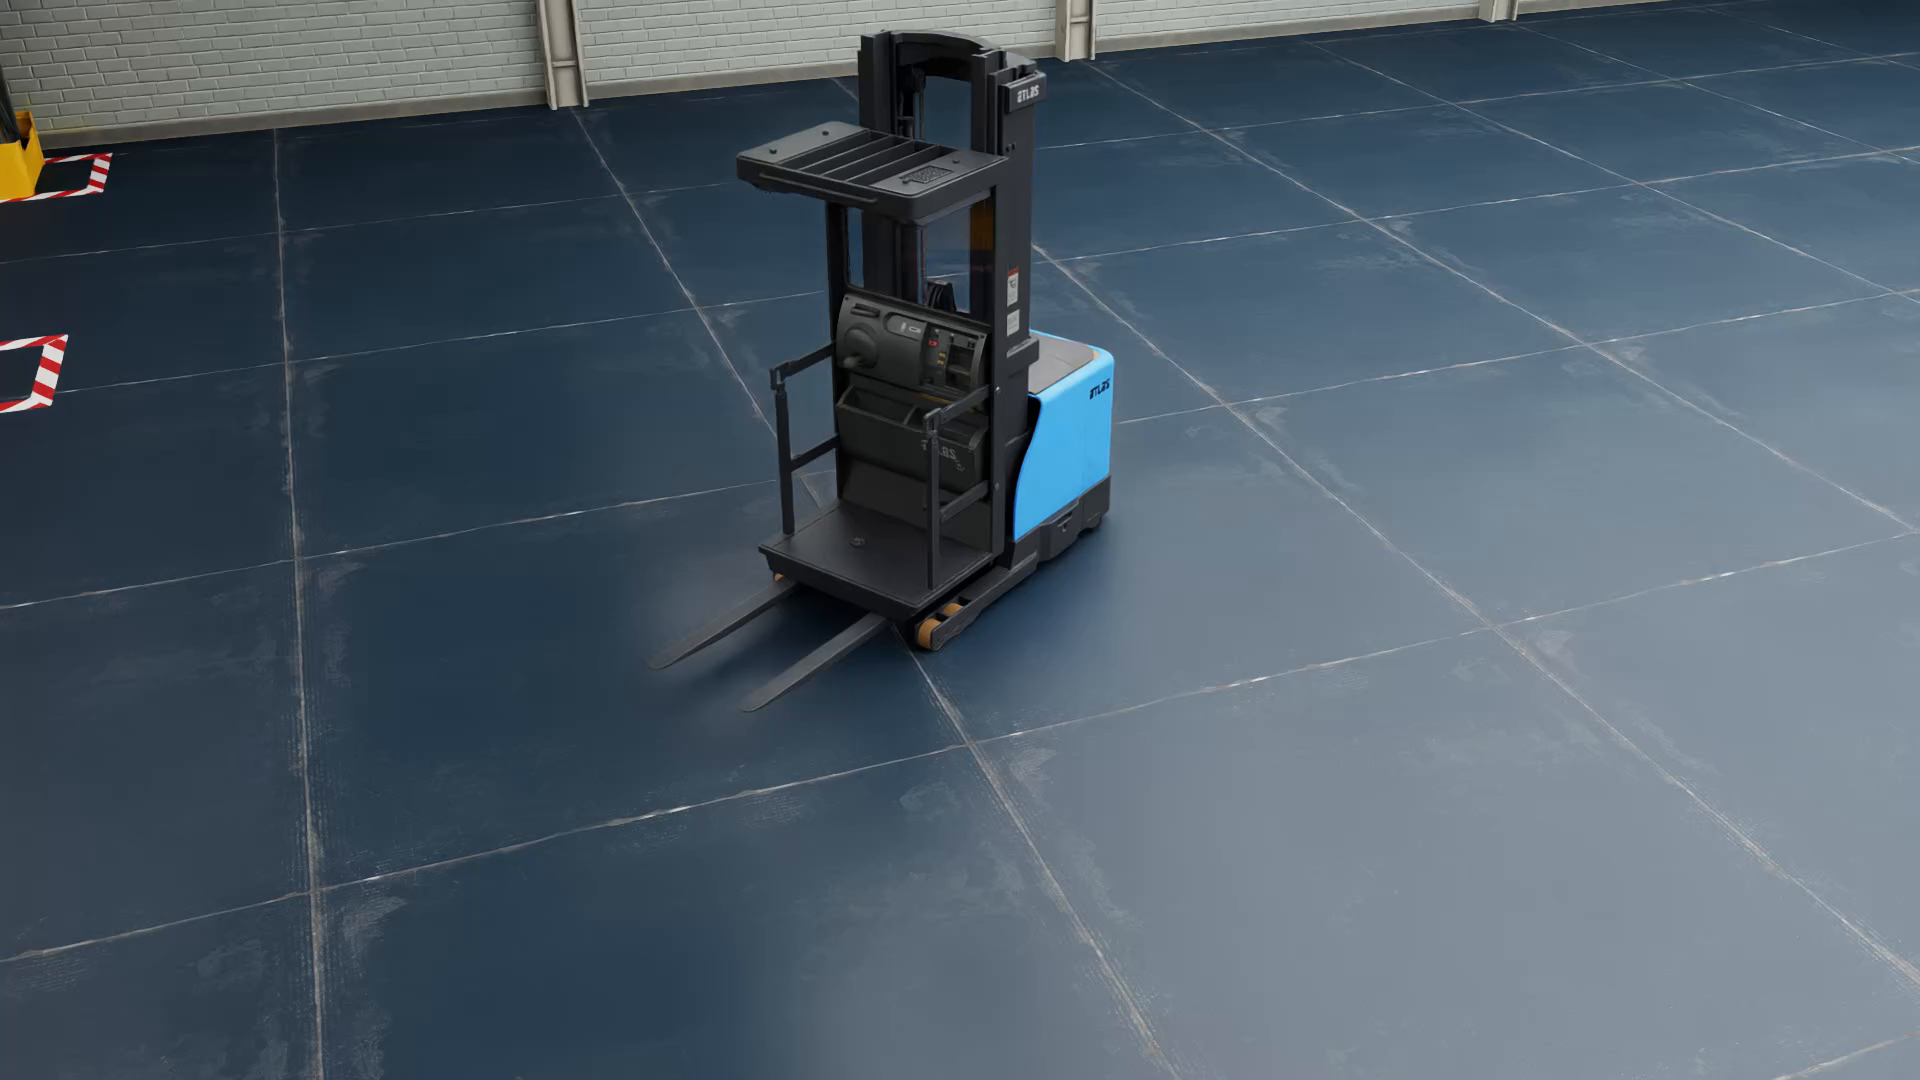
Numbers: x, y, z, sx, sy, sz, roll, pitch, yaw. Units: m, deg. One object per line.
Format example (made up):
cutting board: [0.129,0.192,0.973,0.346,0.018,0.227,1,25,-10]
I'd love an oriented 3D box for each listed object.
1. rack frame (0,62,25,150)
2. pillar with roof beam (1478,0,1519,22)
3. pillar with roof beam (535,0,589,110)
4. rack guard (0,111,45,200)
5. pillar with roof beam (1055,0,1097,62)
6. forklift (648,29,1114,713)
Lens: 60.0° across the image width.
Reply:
rack frame: [-8.909,-4.697,14.964,0.127,3.000,1.000,-10,31,-18]
pillar with roof beam: [8.495,-8.711,15.949,0.400,9.000,9.100,-10,31,-18]
pillar with roof beam: [-2.752,-6.640,12.314,0.400,9.000,9.100,-10,31,-18]
rack guard: [-8.887,-3.615,15.590,0.348,0.500,1.175,-10,31,-18]
pillar with roof beam: [2.872,-7.675,14.131,0.400,9.000,9.100,-10,31,-18]
forklift: [-0.381,-0.966,8.484,1.130,2.935,3.031,20,35,31]
